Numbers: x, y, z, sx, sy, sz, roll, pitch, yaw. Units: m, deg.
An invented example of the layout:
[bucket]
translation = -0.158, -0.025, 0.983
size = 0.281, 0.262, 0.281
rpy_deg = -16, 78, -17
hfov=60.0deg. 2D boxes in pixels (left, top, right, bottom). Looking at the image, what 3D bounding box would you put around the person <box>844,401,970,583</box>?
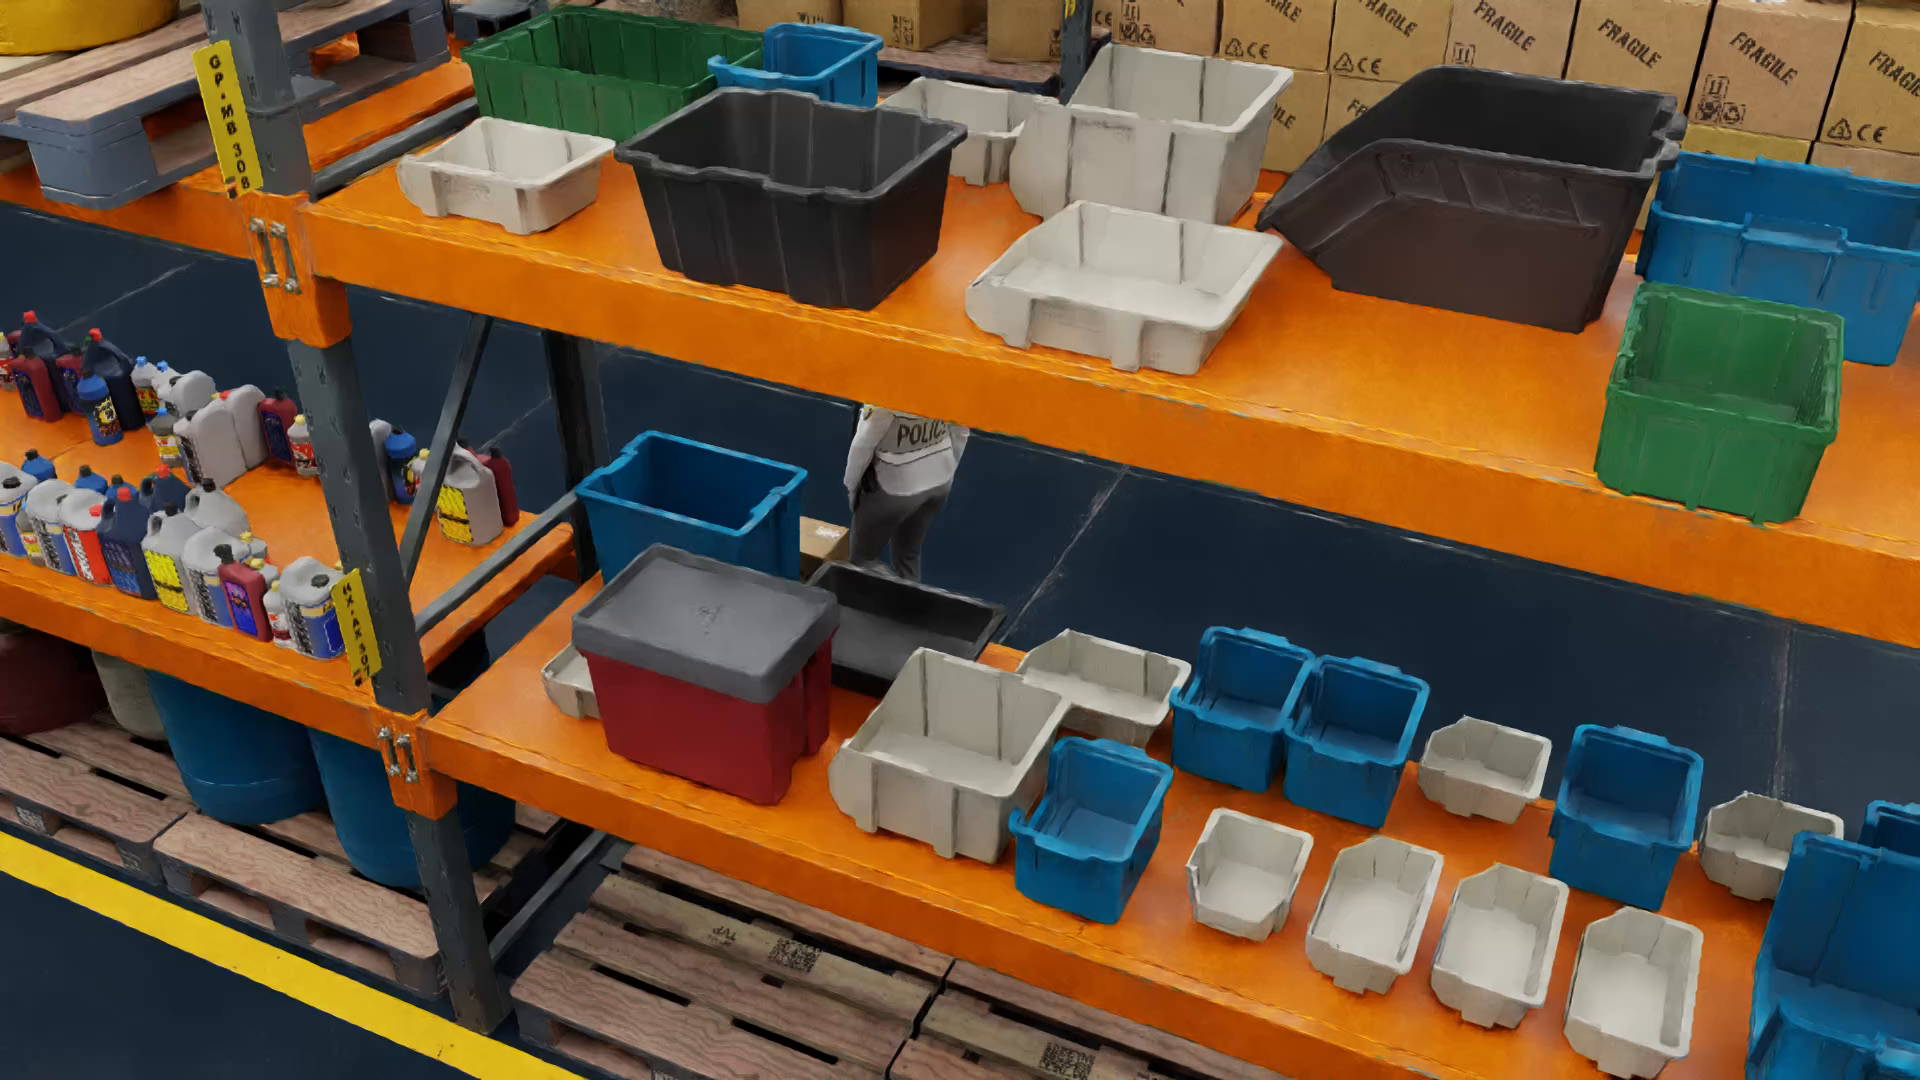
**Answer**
[person]
translation = -0.202, -0.225, 6.473
size = 0.501, 1.654, 0.615
rpy_deg = -24, 41, -31
